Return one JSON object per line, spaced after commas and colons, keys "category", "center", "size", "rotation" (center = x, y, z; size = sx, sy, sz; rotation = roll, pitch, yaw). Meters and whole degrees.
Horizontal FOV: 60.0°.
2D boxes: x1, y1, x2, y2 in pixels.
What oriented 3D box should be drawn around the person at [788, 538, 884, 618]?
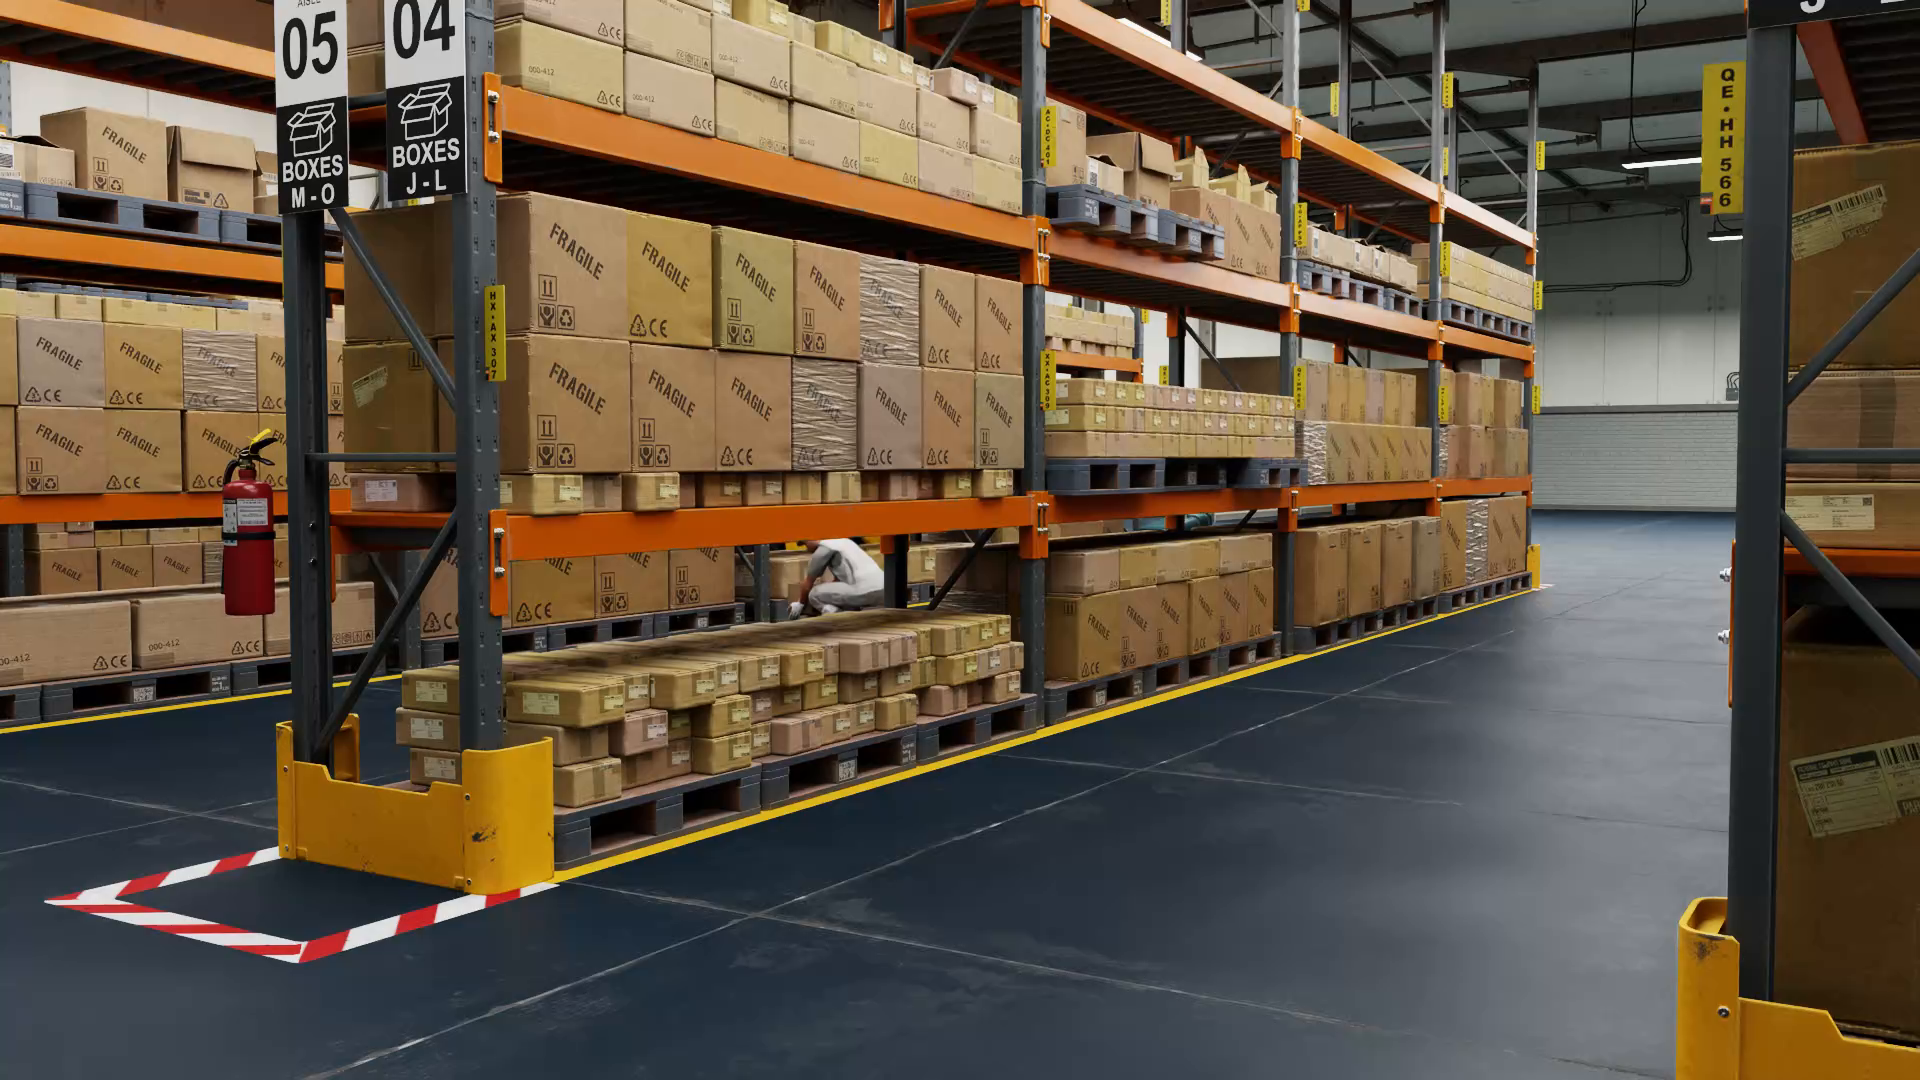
{"category": "person", "center": [-1.018, 0.328, 14.020], "size": [0.879, 1.004, 0.548], "rotation": [2, 3, 30]}
